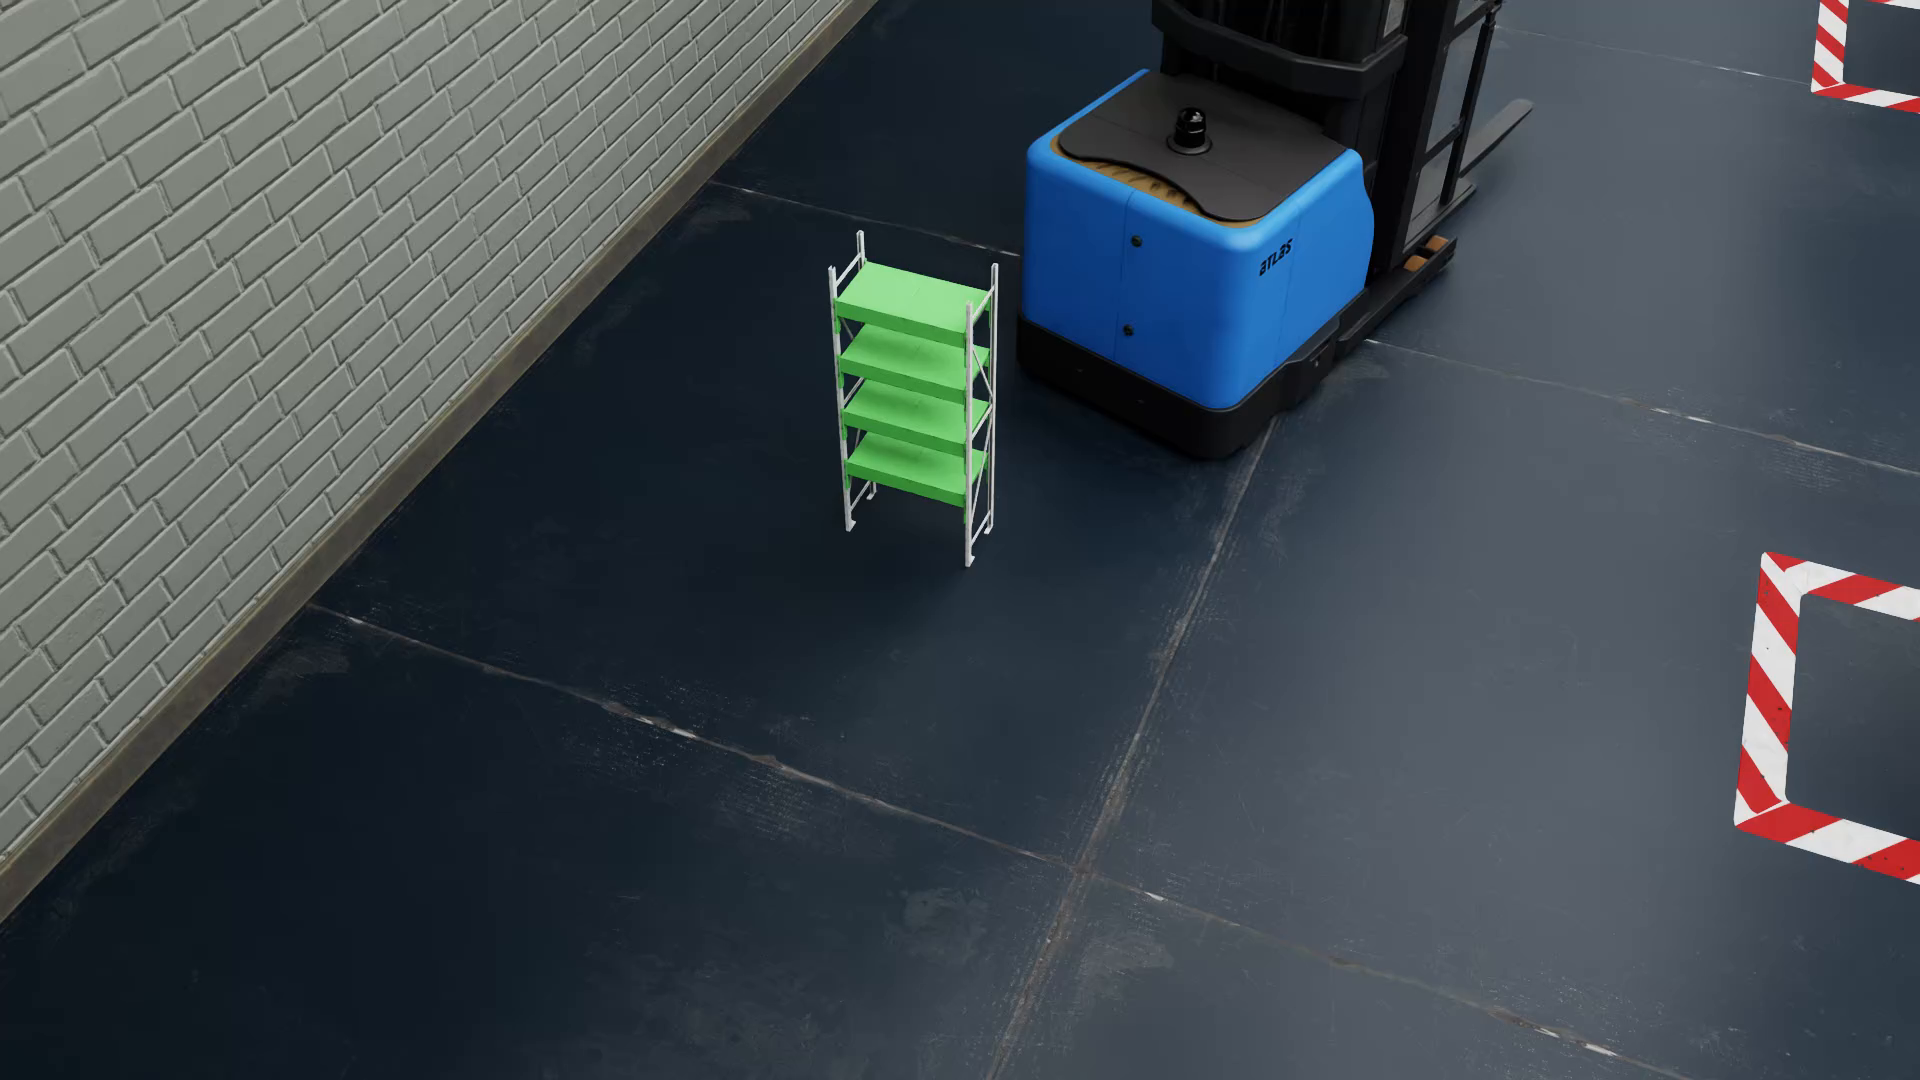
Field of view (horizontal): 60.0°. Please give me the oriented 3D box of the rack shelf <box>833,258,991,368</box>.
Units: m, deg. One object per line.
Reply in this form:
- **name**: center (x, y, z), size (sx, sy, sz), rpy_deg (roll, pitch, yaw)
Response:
- **rack shelf**: center (-0.153, -0.765, 5.579), size (0.480, 0.148, 0.258), rpy_deg (16, 47, 16)

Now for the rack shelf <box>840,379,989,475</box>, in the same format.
- **rack shelf**: center (-0.153, -0.425, 5.917), size (0.480, 0.148, 0.258), rpy_deg (16, 47, 16)

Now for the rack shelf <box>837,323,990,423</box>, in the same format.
- **rack shelf**: center (-0.153, -0.595, 5.748), size (0.480, 0.148, 0.258), rpy_deg (16, 47, 16)

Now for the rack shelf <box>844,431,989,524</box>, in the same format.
- **rack shelf**: center (-0.153, -0.255, 6.086), size (0.480, 0.148, 0.258), rpy_deg (16, 47, 16)

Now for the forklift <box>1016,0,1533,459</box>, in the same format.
- **forklift**: center (1.559, -2.331, 6.515), size (1.130, 2.935, 3.031), rpy_deg (30, 52, 27)

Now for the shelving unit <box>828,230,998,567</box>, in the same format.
- **shelving unit**: center (-0.153, -0.470, 5.872), size (0.503, 1.200, 0.258), rpy_deg (16, 47, 16)

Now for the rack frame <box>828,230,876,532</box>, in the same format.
- **rack frame**: center (-0.378, -0.537, 5.939), size (0.015, 1.200, 0.240), rpy_deg (16, 47, 16)

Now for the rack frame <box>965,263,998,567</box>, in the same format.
- **rack frame**: center (0.072, -0.404, 5.805), size (0.015, 1.200, 0.240), rpy_deg (16, 47, 16)
